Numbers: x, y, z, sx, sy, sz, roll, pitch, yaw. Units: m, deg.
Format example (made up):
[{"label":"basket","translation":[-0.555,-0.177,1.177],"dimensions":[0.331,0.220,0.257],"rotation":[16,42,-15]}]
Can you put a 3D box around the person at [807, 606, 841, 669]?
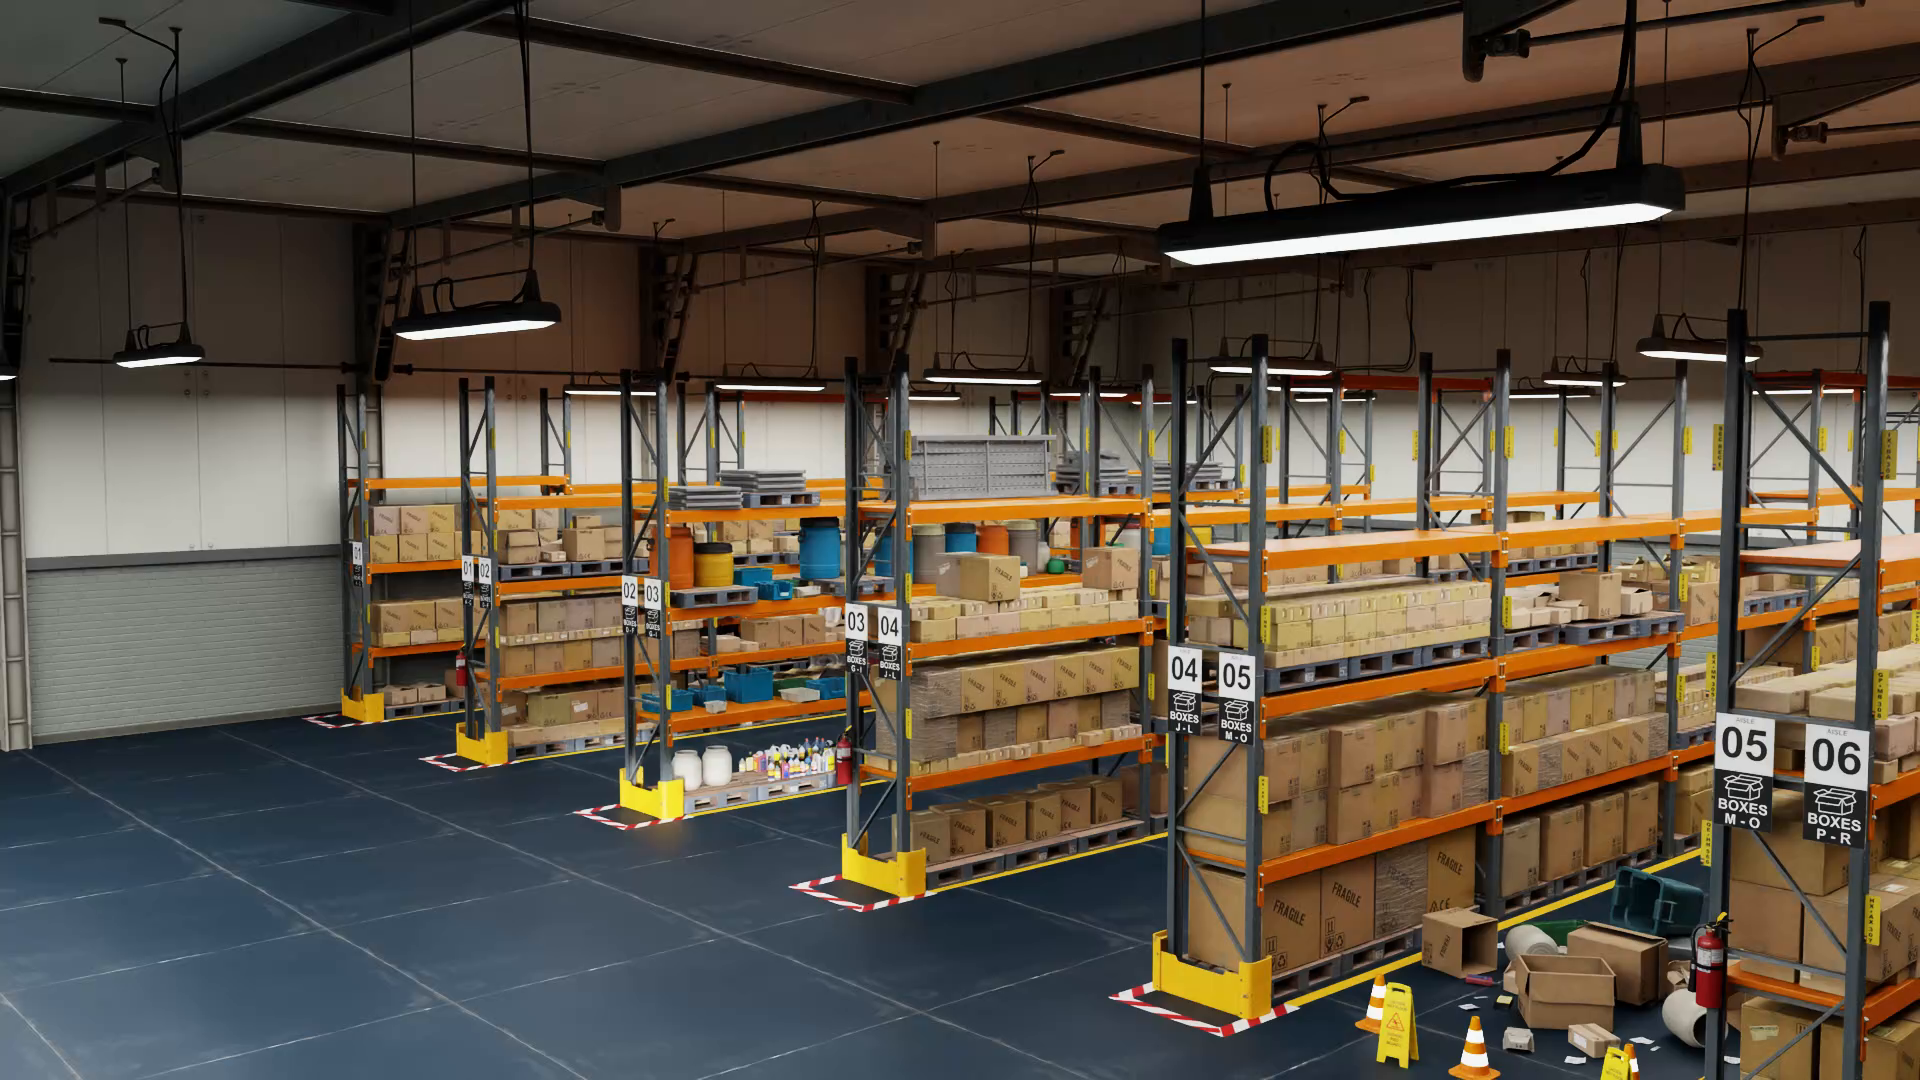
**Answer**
[{"label":"person","translation":[-2.809,1.847,34.371],"dimensions":[0.595,1.658,0.776],"rotation":[2,4,27]}]
